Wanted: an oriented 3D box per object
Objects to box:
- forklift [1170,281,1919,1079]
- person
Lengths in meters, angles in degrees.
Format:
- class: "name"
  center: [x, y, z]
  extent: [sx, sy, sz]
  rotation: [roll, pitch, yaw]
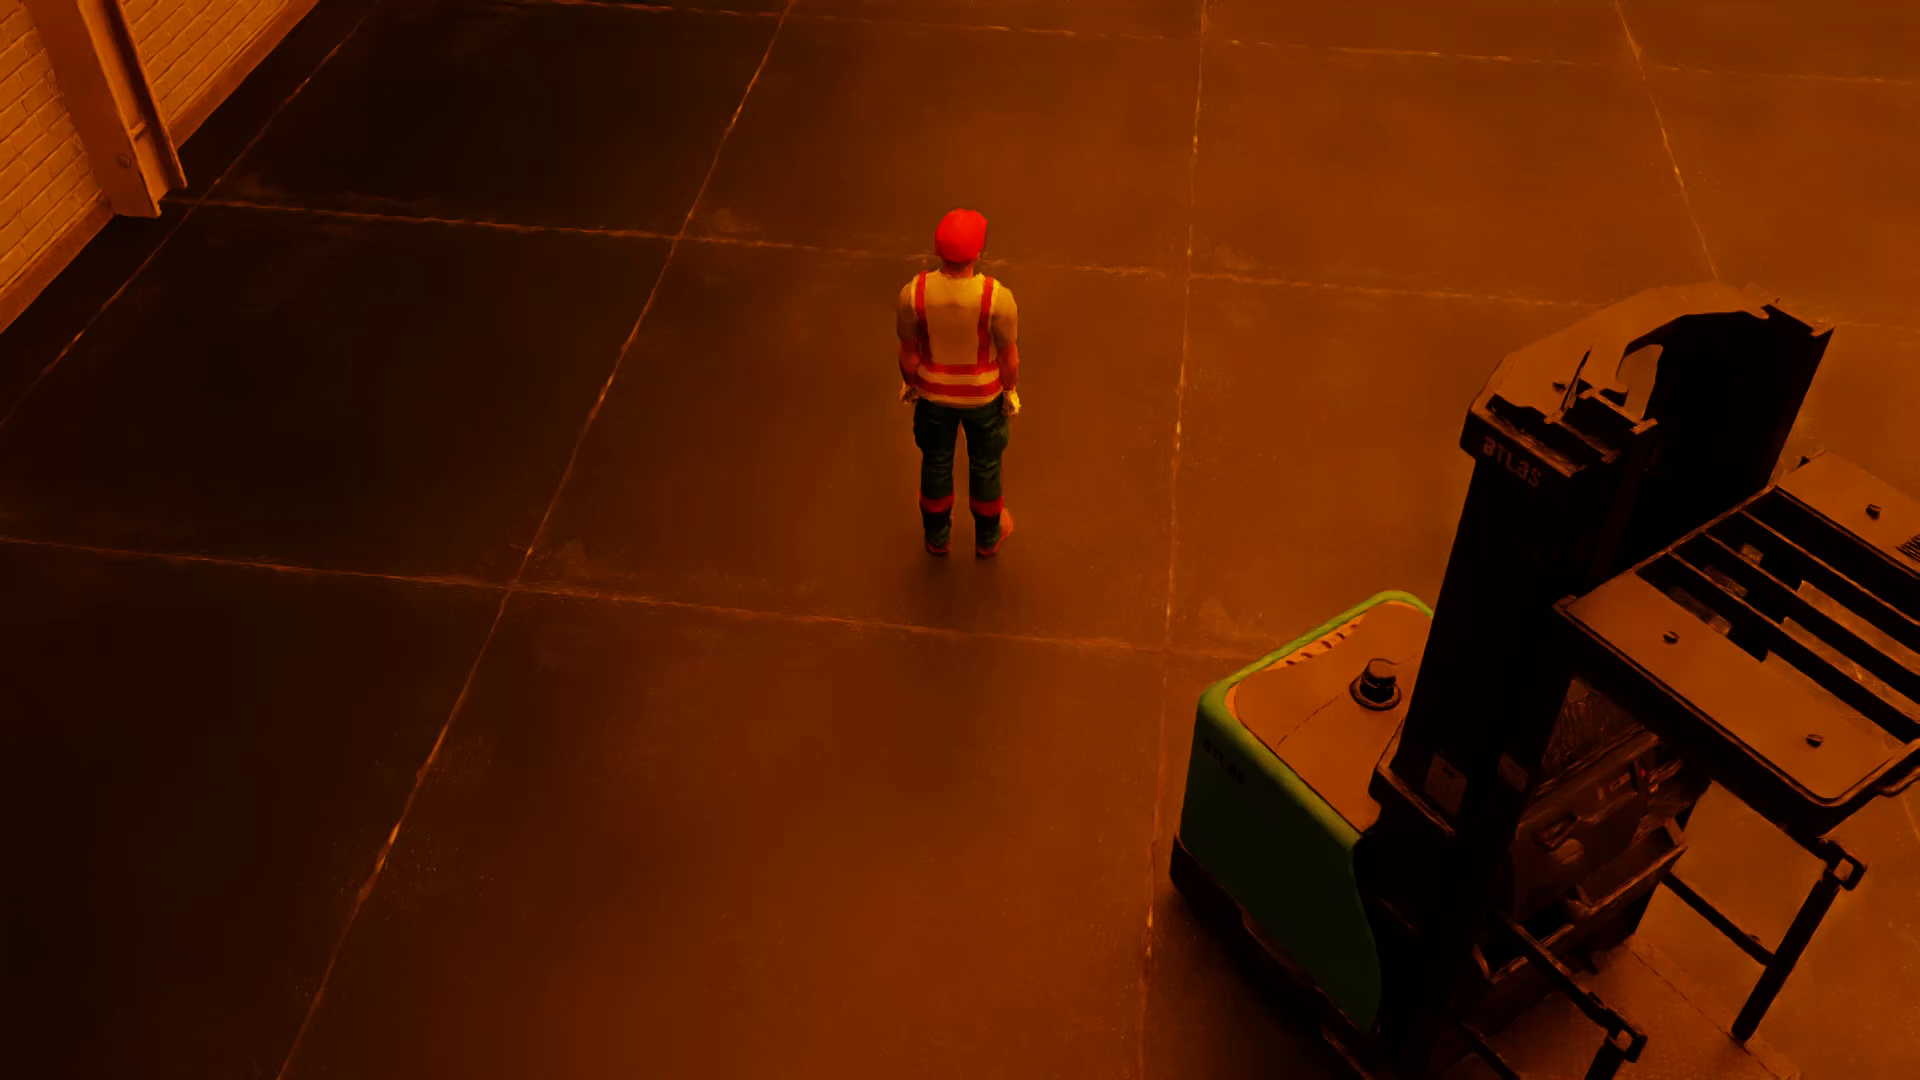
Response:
- class: "forklift"
  center: [2.054, 0.878, 4.769]
  extent: [1.130, 2.935, 3.031]
  rotation: [-25, 48, -25]
- class: "person"
  center: [0.002, -0.674, 7.300]
  extent: [0.540, 1.795, 0.349]
  rotation: [5, 43, 6]
